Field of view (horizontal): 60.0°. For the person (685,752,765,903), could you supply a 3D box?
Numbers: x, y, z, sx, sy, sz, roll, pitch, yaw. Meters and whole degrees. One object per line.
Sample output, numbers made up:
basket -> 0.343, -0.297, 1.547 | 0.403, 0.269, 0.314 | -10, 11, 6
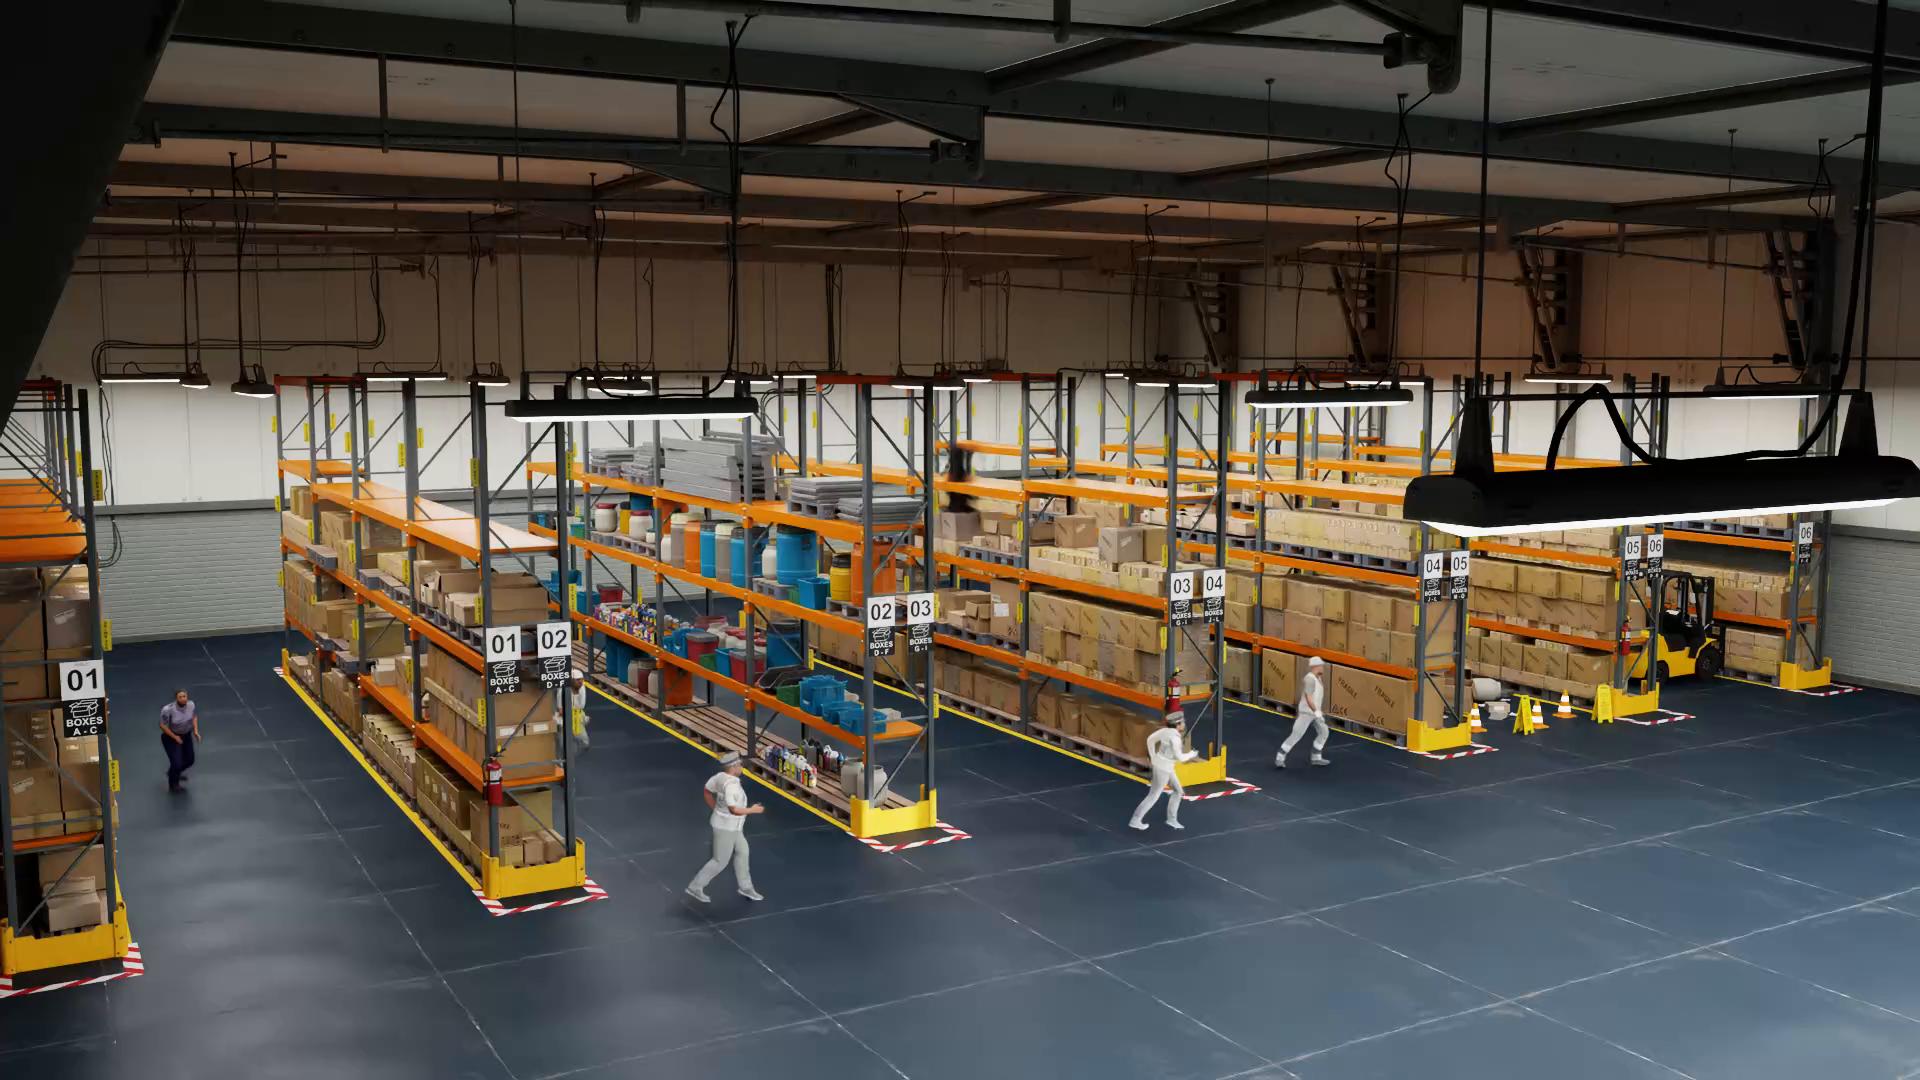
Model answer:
person -> -2.729, 3.357, 19.259 | 0.930, 1.818, 0.597 | -2, 6, -14

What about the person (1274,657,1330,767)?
person -> 5.319, 2.667, 25.744 | 0.740, 1.722, 0.840 | 4, 7, 31

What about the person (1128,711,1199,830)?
person -> 2.713, 3.097, 22.189 | 0.938, 1.659, 0.597 | 0, 6, -3

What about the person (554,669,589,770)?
person -> -5.833, 2.759, 25.091 | 0.774, 1.673, 0.708 | 3, 7, 29

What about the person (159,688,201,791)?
person -> -11.505, 2.900, 24.389 | 0.743, 1.548, 0.590 | 4, 7, 32
